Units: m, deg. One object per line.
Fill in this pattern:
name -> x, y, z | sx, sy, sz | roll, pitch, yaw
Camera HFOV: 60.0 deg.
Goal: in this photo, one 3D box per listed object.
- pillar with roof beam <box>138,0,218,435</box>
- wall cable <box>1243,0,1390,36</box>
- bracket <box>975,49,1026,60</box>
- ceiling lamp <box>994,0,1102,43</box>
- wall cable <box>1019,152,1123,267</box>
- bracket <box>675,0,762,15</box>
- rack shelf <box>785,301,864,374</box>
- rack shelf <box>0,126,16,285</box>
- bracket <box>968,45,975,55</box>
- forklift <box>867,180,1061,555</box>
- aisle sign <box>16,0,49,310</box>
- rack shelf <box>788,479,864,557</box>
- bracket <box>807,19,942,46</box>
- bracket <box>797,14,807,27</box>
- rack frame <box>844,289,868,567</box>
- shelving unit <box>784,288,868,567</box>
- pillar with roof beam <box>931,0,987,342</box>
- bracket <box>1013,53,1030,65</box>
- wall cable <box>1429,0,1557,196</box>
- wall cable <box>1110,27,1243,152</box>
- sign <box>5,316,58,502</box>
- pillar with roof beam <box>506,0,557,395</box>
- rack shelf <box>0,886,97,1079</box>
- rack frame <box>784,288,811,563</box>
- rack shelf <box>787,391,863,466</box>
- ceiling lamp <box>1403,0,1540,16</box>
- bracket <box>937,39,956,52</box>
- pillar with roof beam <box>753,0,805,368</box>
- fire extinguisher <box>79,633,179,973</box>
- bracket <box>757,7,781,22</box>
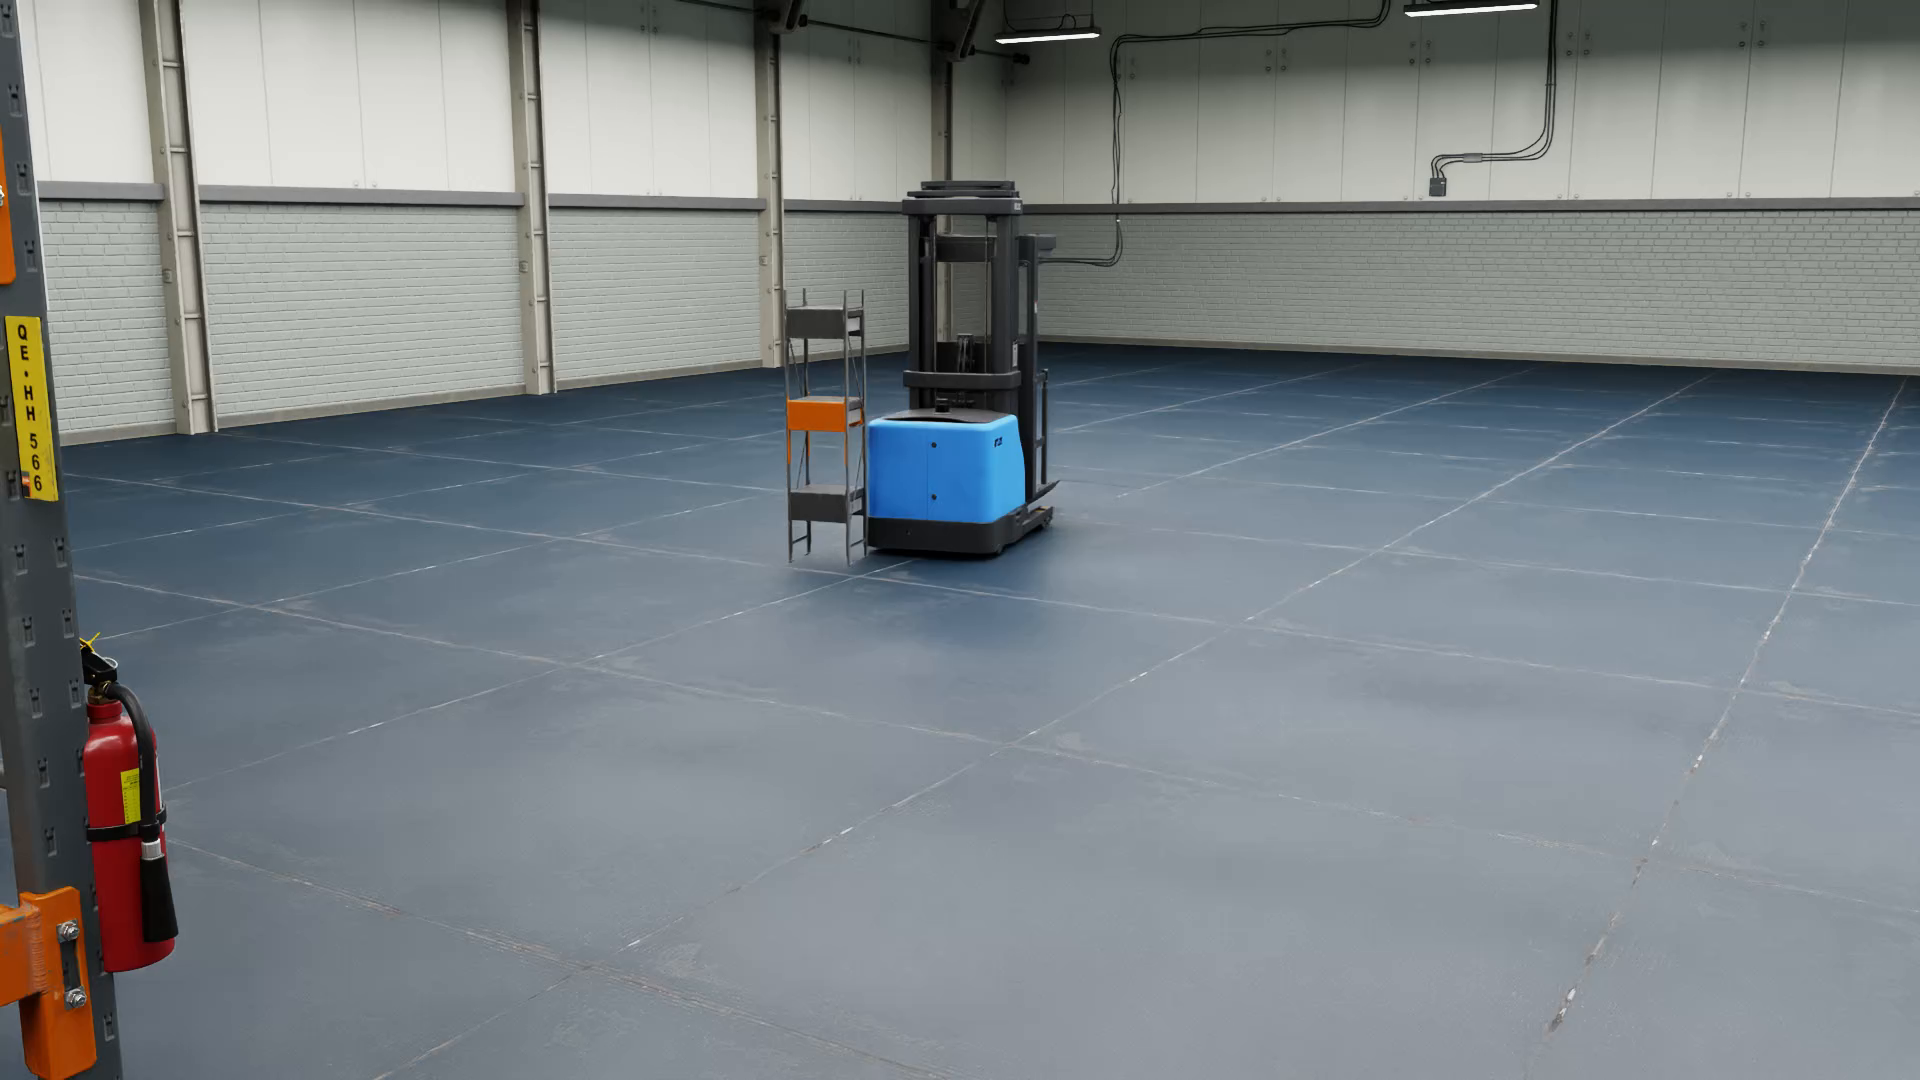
pillar with roof beam -> -6.050, -5.386, 18.185 | 9.100, 9.000, 0.400 | 6, 12, 31
wall cable -> 7.232, -11.603, 33.746 | 3.097, 2.526, 0.112 | 6, 12, 31
bracket -> 1.058, -10.709, 36.834 | 0.076, 0.066, 3.189 | 6, 12, 31
ceiling lamp -> 1.669, -10.436, 29.296 | 2.000, 3.185, 0.800 | 6, 12, 31
wall cable -> 2.275, -7.439, 37.589 | 3.097, 2.526, 0.112 | 6, 12, 31
bracket -> -4.749, -8.950, 27.438 | 0.076, 0.066, 4.783 | 6, 12, 31
rack shelf -> -1.030, -1.552, 12.722 | 0.480, 0.518, 0.431 | 3, 11, 18
rack shelf -> -3.152, -0.371, 1.501 | 1.077, 0.370, 4.000 | 6, 12, 31
bracket -> 0.135, -10.429, 35.340 | 0.235, 0.232, 0.430 | 6, 12, 31
forklift -> 0.184, -1.554, 14.204 | 1.130, 2.935, 3.031 | 3, 11, 17
aisle sign -> -1.825, -0.823, 3.051 | 0.394, 0.787, 0.004 | 6, 12, 31
rack shelf -> -1.031, -0.176, 12.980 | 0.480, 0.518, 0.431 | 3, 11, 18
bracket -> -1.634, -9.893, 32.478 | 0.076, 0.066, 4.783 | 6, 12, 31
bracket -> -2.981, -9.485, 30.299 | 0.235, 0.232, 0.430 | 6, 12, 31
rack frame -> -0.798, -0.863, 12.775 | 0.015, 2.100, 0.400 | 3, 11, 18
shelving unit -> -1.031, -0.877, 12.849 | 0.503, 2.100, 0.431 | 3, 11, 18
pillar with roof beam -> 3.295, -8.217, 33.307 | 9.100, 9.000, 0.548 | 6, 12, 31
bracket -> 1.365, -10.802, 37.331 | 0.235, 0.232, 0.430 | 6, 12, 31
wall cable -> 10.381, -9.728, 32.133 | 2.305, 6.003, 0.169 | 6, 12, 31
wall cable -> 4.587, -9.663, 35.744 | 3.097, 2.526, 0.112 | 6, 12, 31
sign -> -1.650, -0.233, 2.956 | 0.100, 0.325, 0.005 | 6, 12, 31
pillar with roof beam -> -2.935, -6.330, 23.226 | 9.100, 9.000, 0.400 | 6, 12, 31
rack shelf -> -3.152, 1.104, 1.777 | 1.077, 0.370, 4.000 | 6, 12, 31
rack frame -> -1.263, -0.891, 12.922 | 0.015, 2.100, 0.400 | 3, 11, 18
rack shelf -> -1.031, -0.864, 12.851 | 0.480, 0.518, 0.431 | 3, 11, 18
ceiling lamp -> 7.985, -9.730, 25.525 | 2.000, 3.185, 0.800 | 6, 12, 31
bracket -> -0.296, -10.299, 34.642 | 0.235, 0.232, 0.430 | 6, 12, 31
pillar with roof beam -> 0.180, -7.274, 28.266 | 9.100, 9.000, 0.548 | 6, 12, 31
fire extinguisher -> -1.661, 0.499, 3.259 | 0.296, 0.674, 0.183 | 6, 12, 31
bracket -> -3.411, -9.355, 29.602 | 0.235, 0.232, 0.430 | 6, 12, 31
